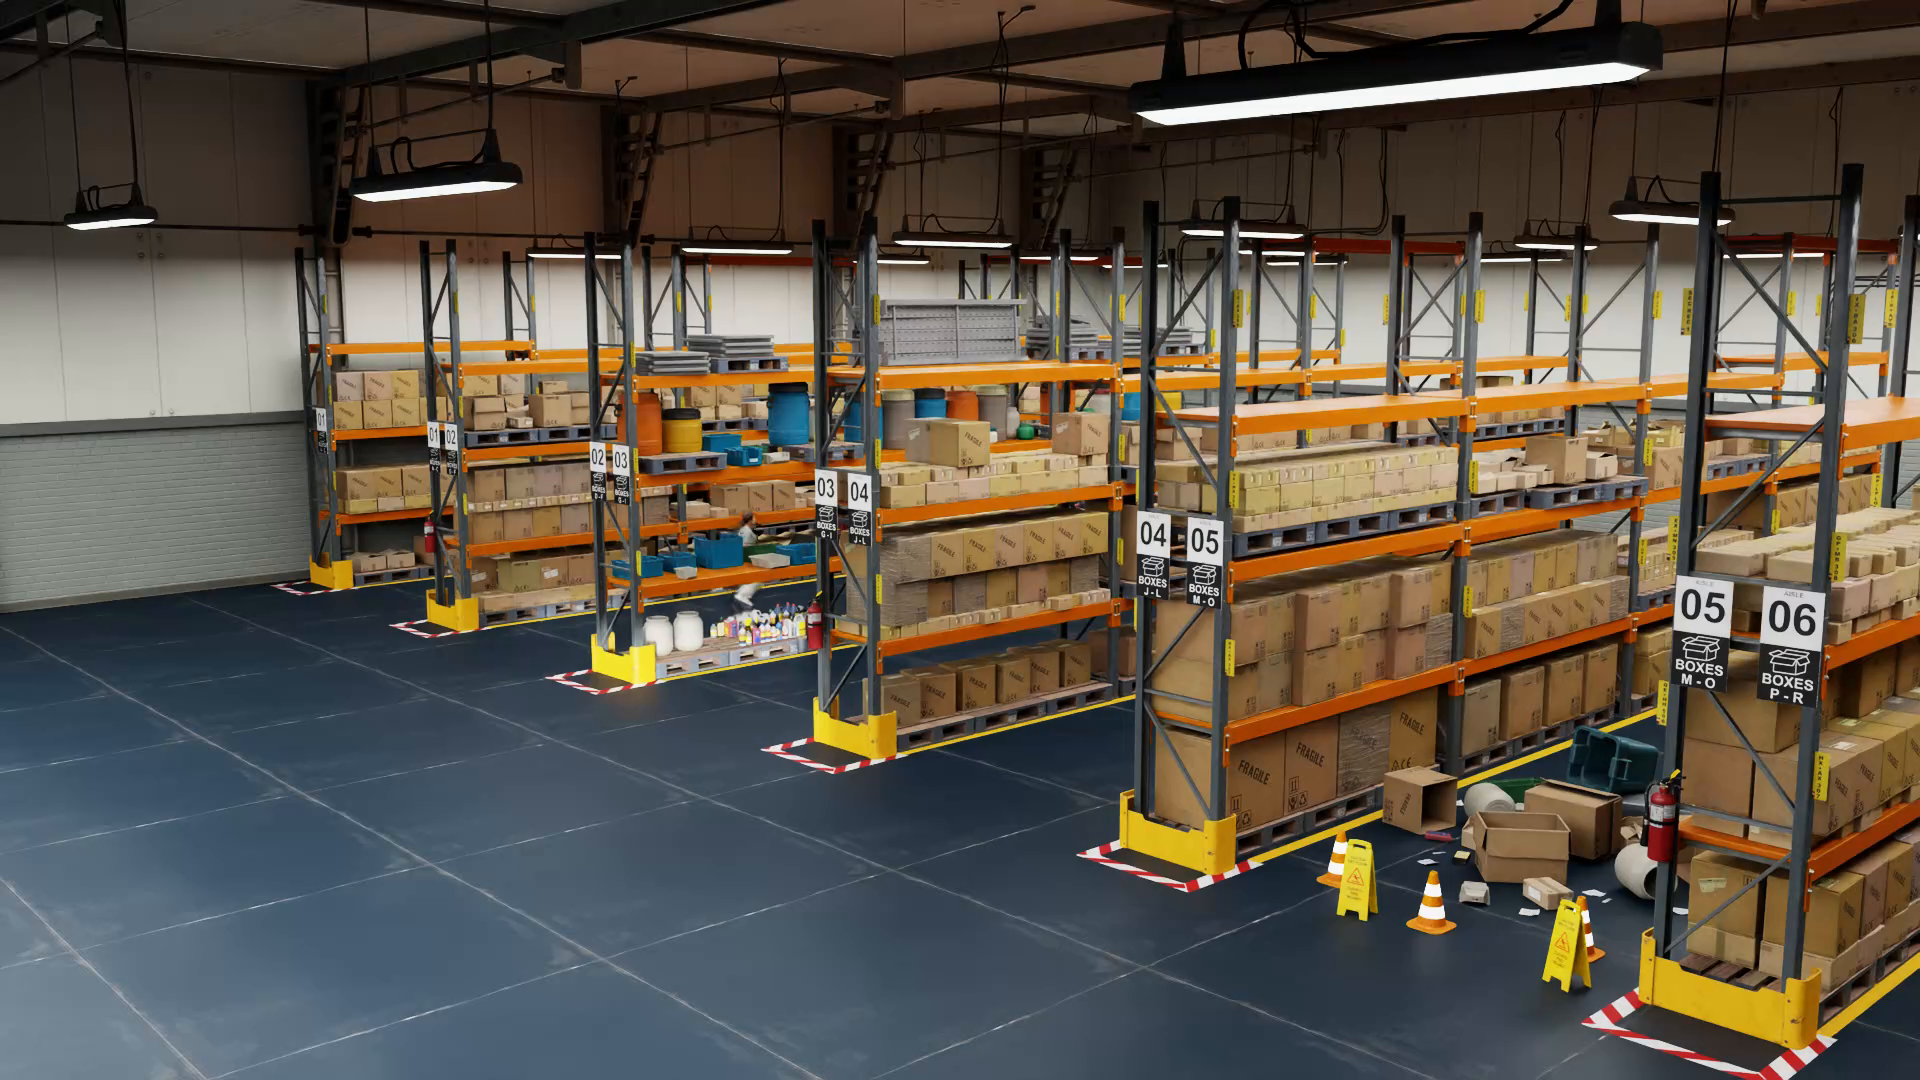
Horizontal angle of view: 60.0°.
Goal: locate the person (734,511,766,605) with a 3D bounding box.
[{"bbox_3d":[-3.440,0.283,26.887,0.515,1.504,0.499,-5,10,-32],"label":"person"}]
